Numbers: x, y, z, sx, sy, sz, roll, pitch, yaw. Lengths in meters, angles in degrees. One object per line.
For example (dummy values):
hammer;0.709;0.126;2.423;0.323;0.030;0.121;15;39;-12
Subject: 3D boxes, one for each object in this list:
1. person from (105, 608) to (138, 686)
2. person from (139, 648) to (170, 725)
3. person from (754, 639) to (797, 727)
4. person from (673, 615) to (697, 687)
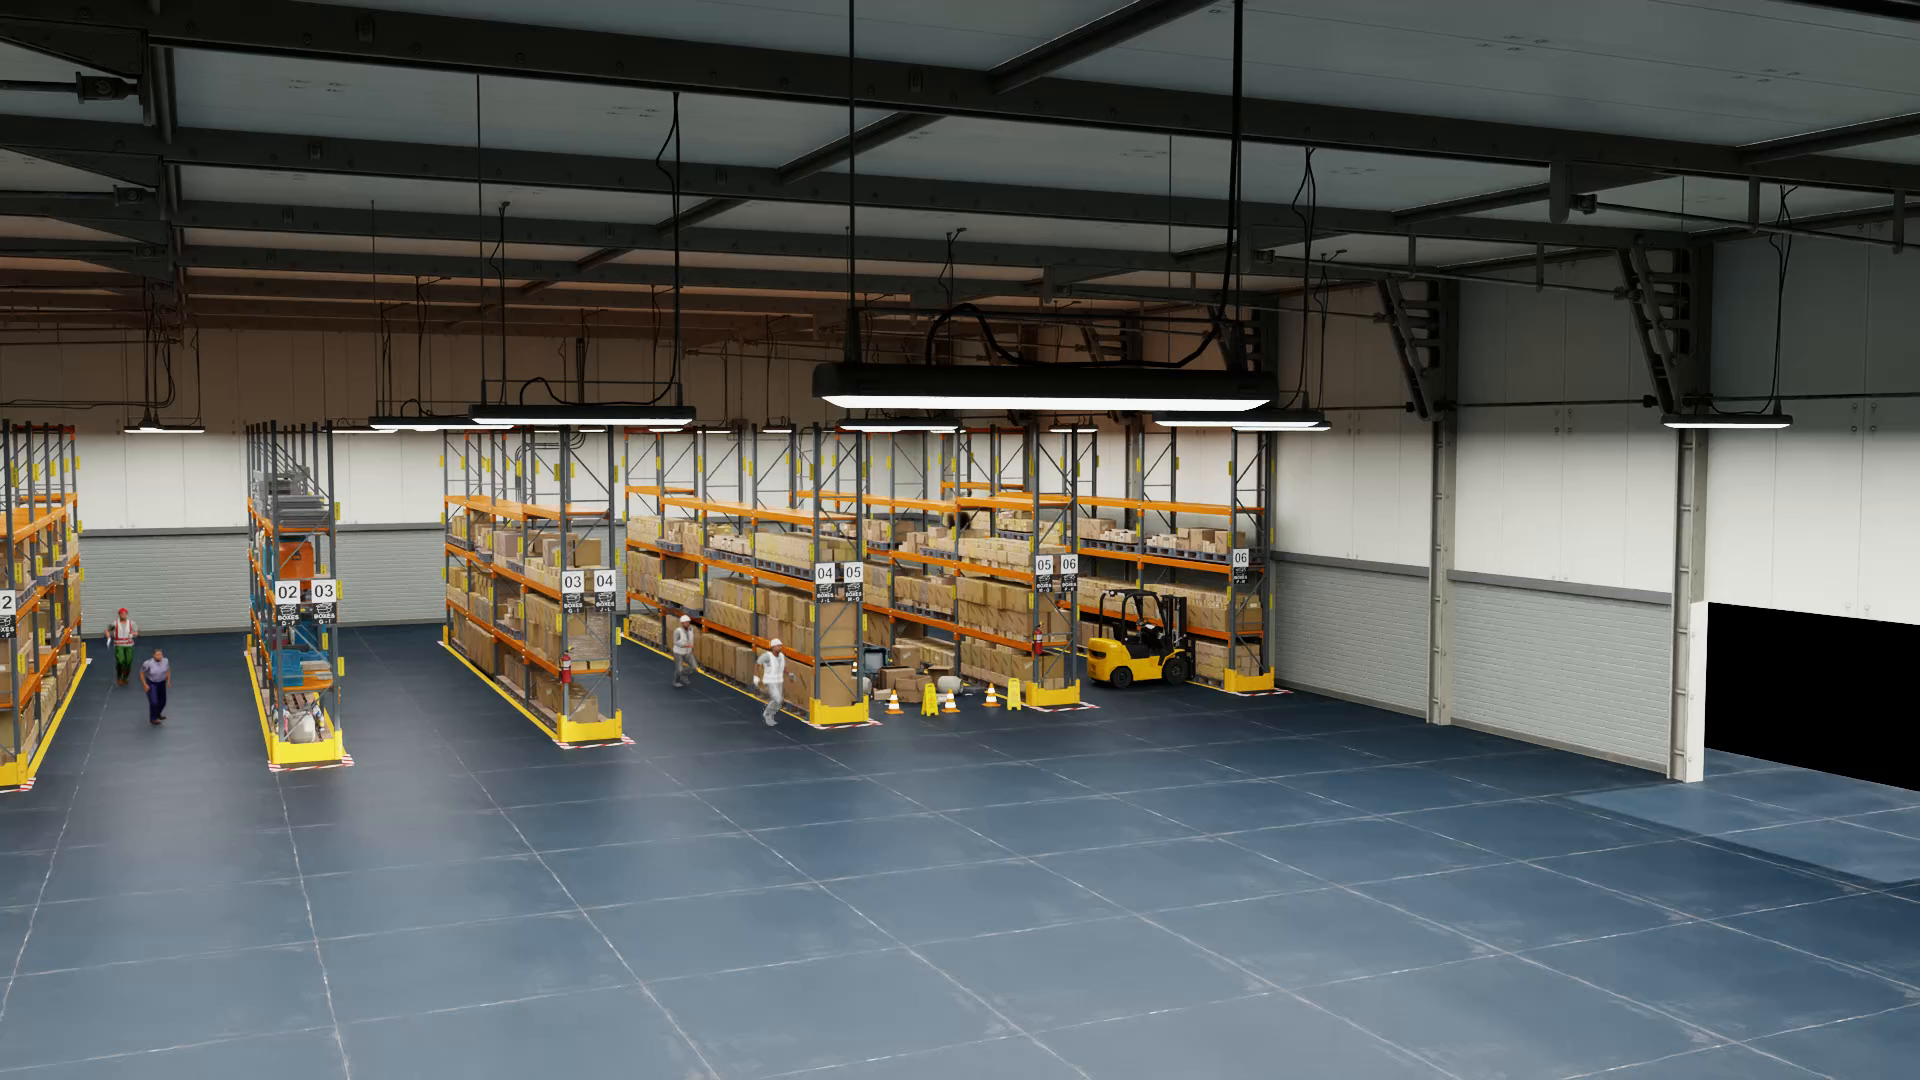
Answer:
person;-19.156;2.448;38.075;0.649;1.783;0.698;-3;4;-36
person;-16.042;2.889;33.115;0.775;1.544;0.661;2;4;34
person;-3.631;2.811;32.736;0.703;1.734;0.677;3;5;38
person;-6.257;2.530;37.714;0.648;1.672;0.838;-3;5;-42
